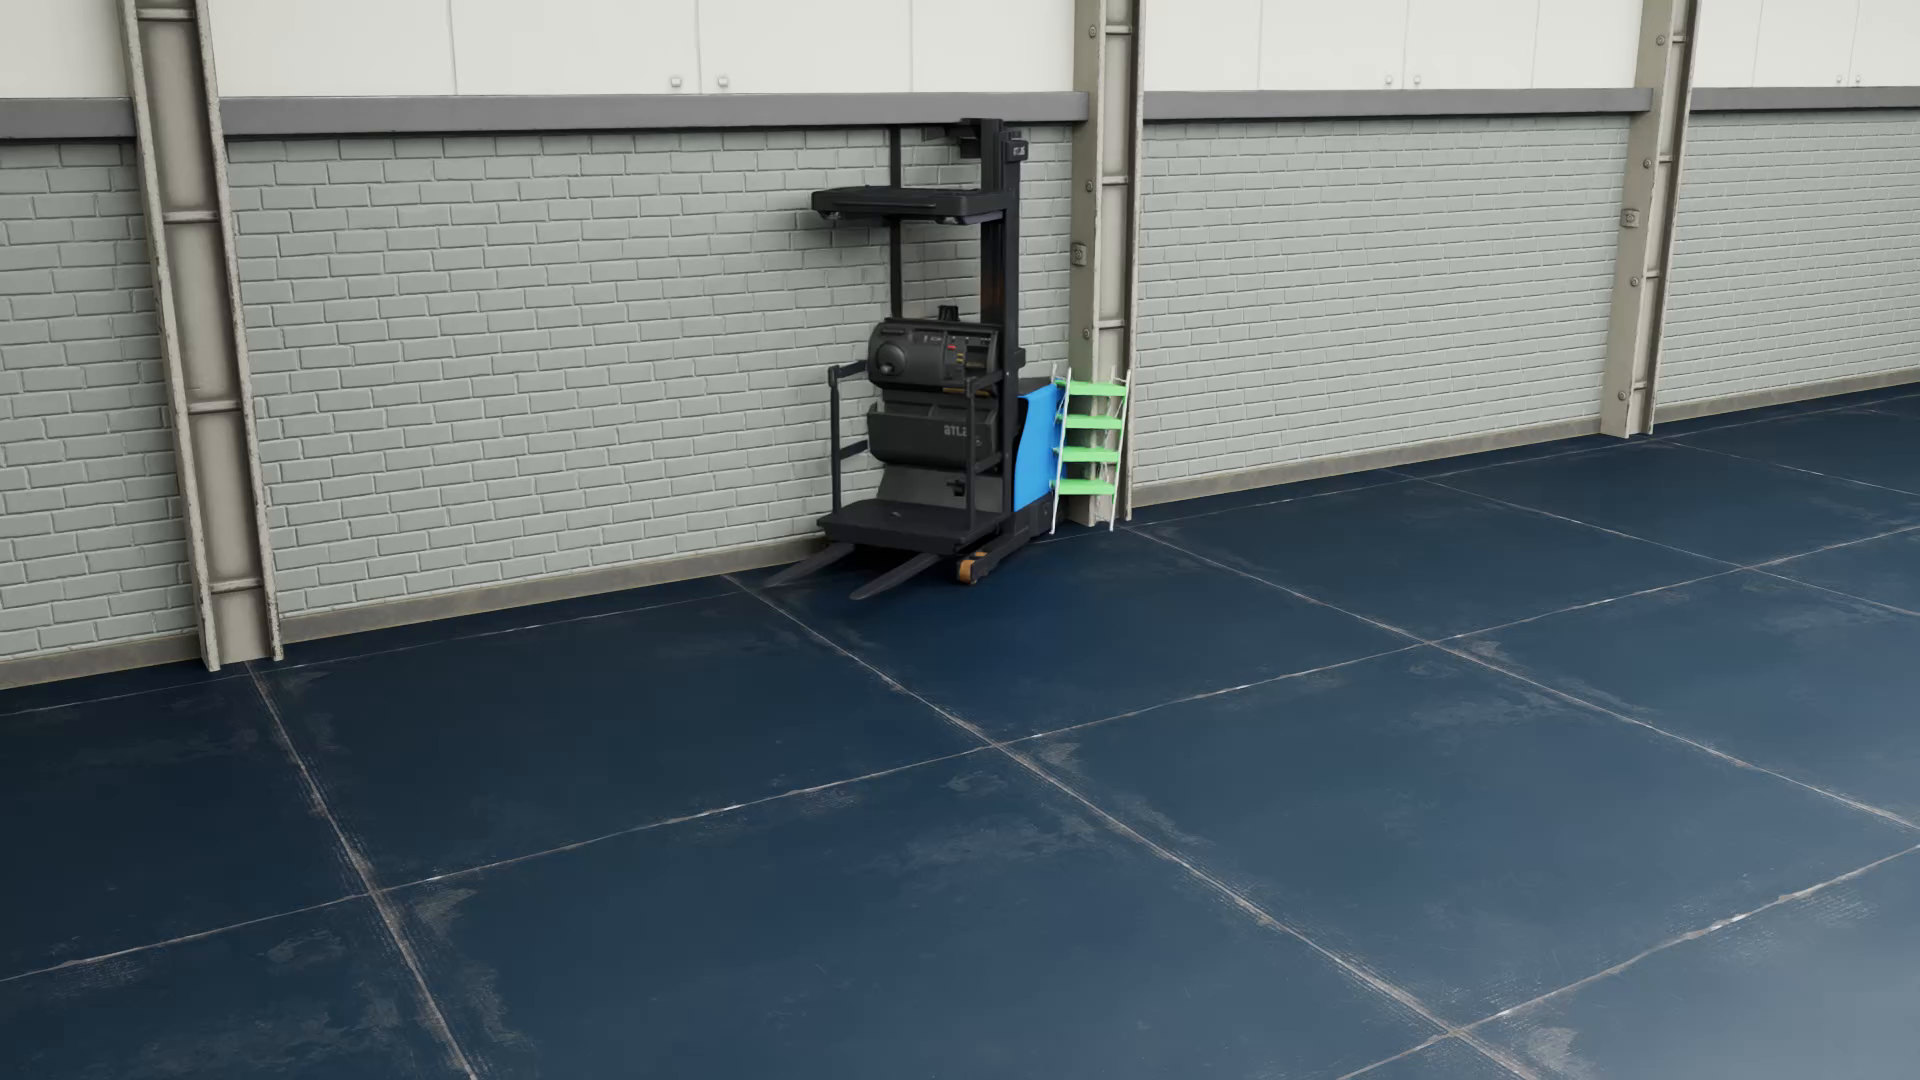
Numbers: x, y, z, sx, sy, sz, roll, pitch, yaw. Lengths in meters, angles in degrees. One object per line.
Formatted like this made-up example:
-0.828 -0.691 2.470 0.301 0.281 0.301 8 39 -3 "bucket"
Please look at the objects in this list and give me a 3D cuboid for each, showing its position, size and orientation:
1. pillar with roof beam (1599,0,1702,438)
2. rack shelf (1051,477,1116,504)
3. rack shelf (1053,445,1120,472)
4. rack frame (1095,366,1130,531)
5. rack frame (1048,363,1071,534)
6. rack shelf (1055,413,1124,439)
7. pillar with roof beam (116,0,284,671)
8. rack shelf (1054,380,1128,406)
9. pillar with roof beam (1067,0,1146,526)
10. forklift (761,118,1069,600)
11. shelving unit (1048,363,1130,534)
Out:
8.400 -4.333 10.695 0.400 9.000 9.100 -9 18 -30 "pillar with roof beam"
0.862 -0.359 12.096 0.480 0.148 0.258 -1 14 -26 "rack shelf"
0.884 -0.593 12.044 0.480 0.148 0.258 -1 14 -26 "rack shelf"
1.109 -0.658 12.137 0.015 1.200 0.240 -1 14 -26 "rack frame"
0.670 -0.652 11.924 0.015 1.200 0.240 -1 14 -26 "rack frame"
0.905 -0.826 11.992 0.480 0.148 0.258 -1 14 -26 "rack shelf"
-1.887 -2.665 4.744 0.400 9.000 9.100 -9 18 -30 "pillar with roof beam"
0.927 -1.059 11.940 0.480 0.148 0.258 -1 14 -26 "rack shelf"
3.257 -3.499 7.720 0.400 9.000 9.100 -9 18 -30 "pillar with roof beam"
-0.271 -1.253 10.951 1.130 2.935 3.031 7 17 24 "forklift"
0.889 -0.655 12.030 0.503 1.200 0.258 -1 14 -26 "shelving unit"
